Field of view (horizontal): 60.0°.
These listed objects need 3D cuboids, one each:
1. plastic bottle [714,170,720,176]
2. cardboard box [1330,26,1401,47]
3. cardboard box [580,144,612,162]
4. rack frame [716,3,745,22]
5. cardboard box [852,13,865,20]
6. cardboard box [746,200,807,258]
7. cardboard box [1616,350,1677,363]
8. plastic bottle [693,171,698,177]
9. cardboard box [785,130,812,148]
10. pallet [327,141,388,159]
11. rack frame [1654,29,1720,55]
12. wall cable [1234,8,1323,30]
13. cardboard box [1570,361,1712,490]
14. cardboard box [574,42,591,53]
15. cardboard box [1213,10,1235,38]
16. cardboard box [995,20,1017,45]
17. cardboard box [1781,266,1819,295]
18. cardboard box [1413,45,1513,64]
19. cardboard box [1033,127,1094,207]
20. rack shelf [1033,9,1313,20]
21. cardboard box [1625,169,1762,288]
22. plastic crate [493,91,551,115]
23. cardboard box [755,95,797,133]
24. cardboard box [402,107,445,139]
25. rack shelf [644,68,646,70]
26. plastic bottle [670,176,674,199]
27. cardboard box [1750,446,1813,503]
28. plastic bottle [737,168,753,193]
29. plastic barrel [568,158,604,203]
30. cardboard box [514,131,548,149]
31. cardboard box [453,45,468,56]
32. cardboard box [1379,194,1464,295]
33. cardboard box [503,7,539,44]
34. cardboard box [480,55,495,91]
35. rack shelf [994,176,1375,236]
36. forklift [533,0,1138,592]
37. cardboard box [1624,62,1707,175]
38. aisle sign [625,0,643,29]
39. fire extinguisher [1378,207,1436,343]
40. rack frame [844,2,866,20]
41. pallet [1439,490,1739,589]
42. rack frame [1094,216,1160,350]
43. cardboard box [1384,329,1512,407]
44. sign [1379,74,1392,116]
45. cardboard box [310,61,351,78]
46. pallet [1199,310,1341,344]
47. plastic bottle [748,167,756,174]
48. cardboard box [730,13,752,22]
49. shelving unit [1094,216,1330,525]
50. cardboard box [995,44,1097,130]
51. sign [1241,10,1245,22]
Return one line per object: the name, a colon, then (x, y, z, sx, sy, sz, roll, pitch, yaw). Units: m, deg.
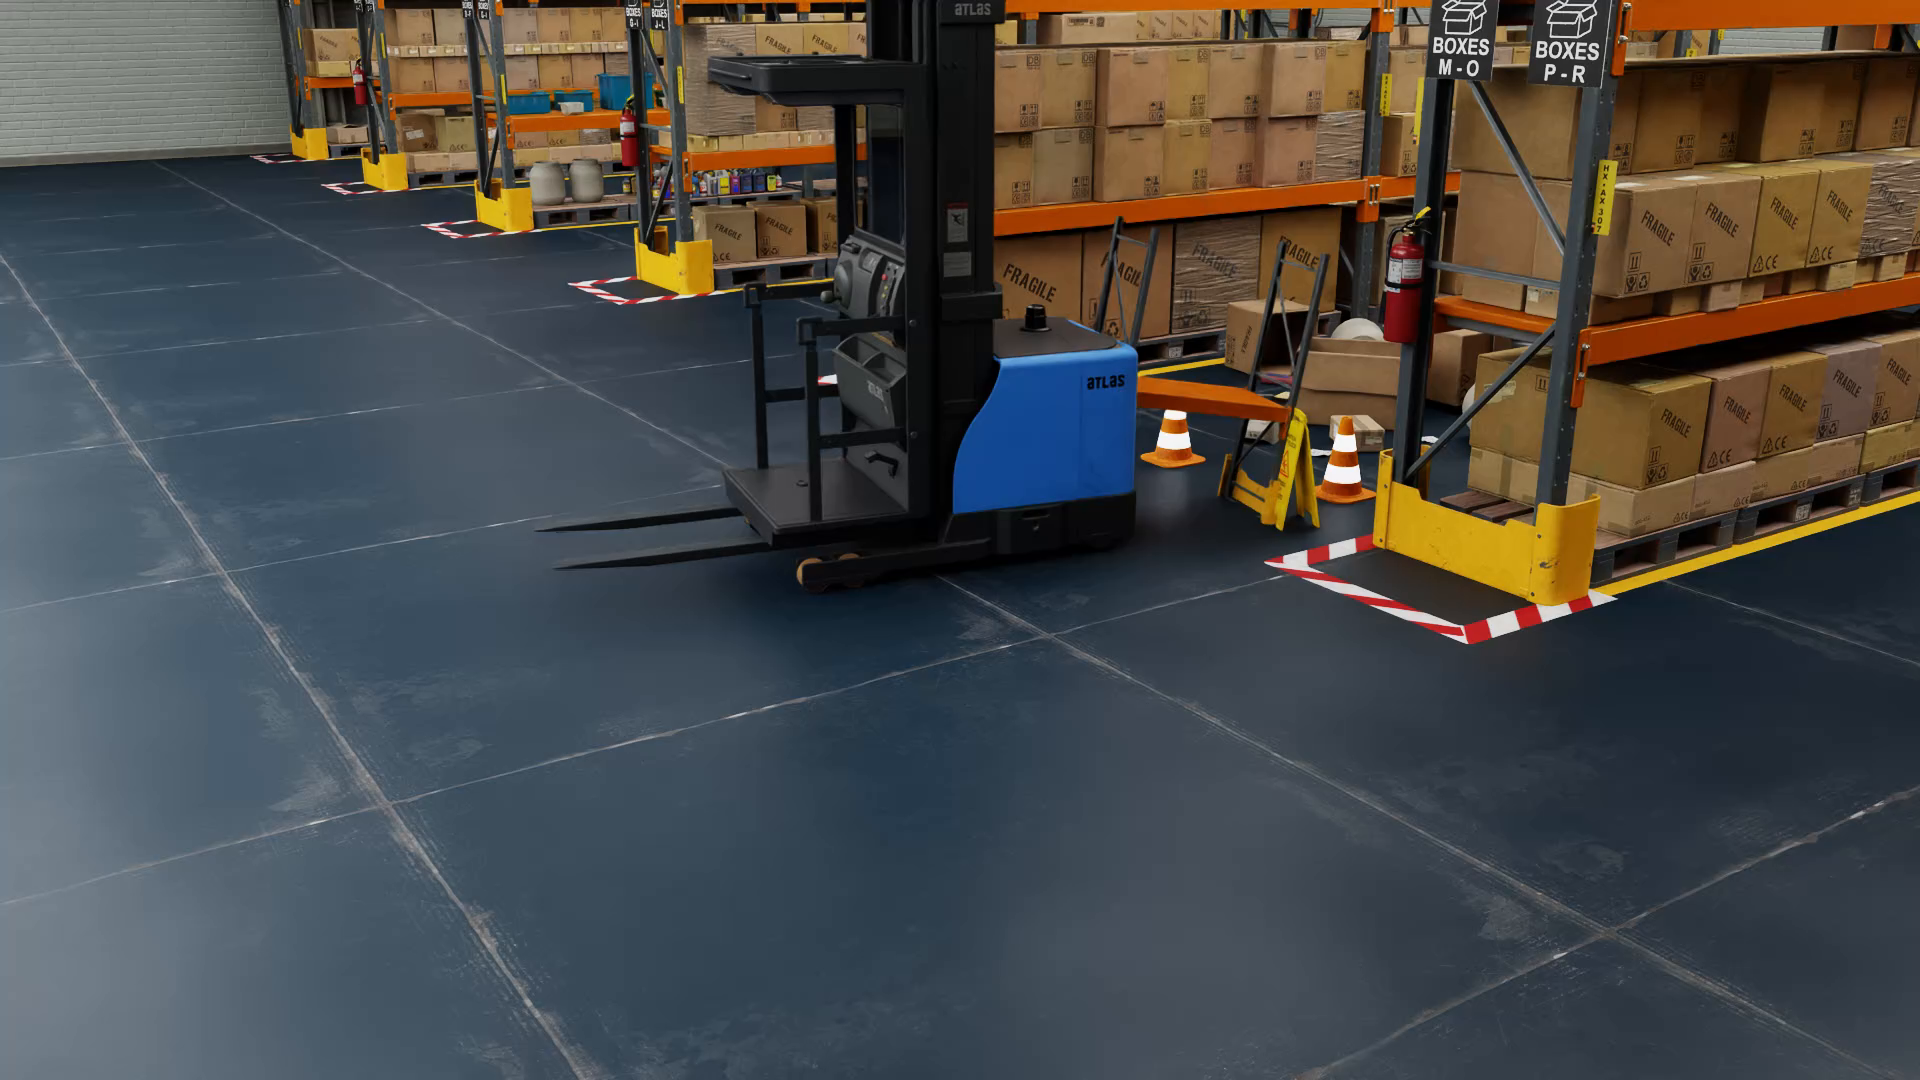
plastic bottle: (-3.209, -4.775, 21.956, 0.097, 0.271, 0.097, 0, 19, 0)
cardboard box: (4.978, -6.089, 20.547, 0.637, 0.503, 0.797, -11, 22, -30)
cardboard box: (-5.664, -5.944, 25.479, 0.500, 0.250, 0.500, -12, 22, -31)
rack frame: (-4.360, -9.302, 31.775, 0.127, 3.000, 1.000, -12, 22, -31)
cardboard box: (-2.127, -10.232, 32.702, 0.500, 0.250, 0.500, -11, 22, -30)
cardboard box: (-1.858, -3.153, 16.834, 0.500, 0.500, 0.500, -6, 20, -17)
cardboard box: (3.541, -0.823, 9.161, 0.500, 0.500, 0.500, -11, 22, -29)
plastic bottle: (-3.473, -4.787, 21.974, 0.133, 0.283, 0.061, -11, 21, -29)
cardboard box: (-1.653, -3.956, 16.355, 0.250, 0.149, 0.380, -12, 22, -31)
pallet: (-10.280, -6.719, 28.488, 1.213, 0.211, 1.003, -12, 22, -31)
rack frame: (10.494, -6.737, 24.186, 0.127, 3.000, 1.000, -12, 22, -31)
wall cable: (7.241, -12.983, 38.144, 0.112, 2.526, 3.097, -12, 22, -31)
cardboard box: (3.427, -0.592, 8.477, 0.500, 0.500, 0.500, -13, 22, -33)
cardboard box: (-5.726, -7.386, 24.939, 0.250, 0.149, 0.380, -12, 22, -32)
cardboard box: (4.828, -9.756, 31.400, 0.500, 0.500, 0.500, -12, 22, -32)
cardboard box: (0.247, -5.132, 17.258, 0.500, 0.500, 0.500, -12, 22, -31)
cardboard box: (4.307, -1.415, 8.836, 0.250, 0.149, 0.380, -13, 22, -33)
cardboard box: (4.377, -4.069, 14.577, 0.500, 0.500, 0.700, -12, 22, -31)
cardboard box: (0.507, -2.825, 12.382, 0.550, 0.550, 0.875, -12, 22, -31)
rack shelf: (2.142, -6.055, 18.611, 4.000, 0.370, 1.077, -12, 22, -31)
cardboard box: (3.560, -1.557, 8.245, 0.500, 0.500, 0.500, -11, 22, -30)
plastic crate: (-5.340, -5.341, 20.290, 0.616, 0.251, 0.499, -12, 22, -31)
cardboard box: (-2.043, -4.316, 16.406, 0.500, 0.500, 0.875, -12, 22, -31)
cardboard box: (-9.298, -7.231, 28.866, 0.500, 0.500, 0.700, -14, 23, -35)
rack shelf: (-6.031, -8.609, 30.848, 4.000, 0.370, 1.077, -12, 22, -31)
plastic bottle: (-3.621, -4.456, 21.012, 0.097, 0.271, 0.097, 0, 19, 0)
cardboard box: (4.286, -0.420, 9.138, 0.500, 0.250, 0.500, -10, 21, -28)
plastic bottle: (-2.792, -4.677, 21.543, 0.185, 0.351, 0.144, -13, 23, -34)
plastic barrel: (-4.667, -4.488, 20.764, 0.421, 0.512, 0.421, 0, 19, 0)
cardboard box: (-6.490, -6.119, 24.825, 0.500, 0.500, 0.500, -12, 22, -31)
cardboard box: (-7.228, -7.070, 24.002, 0.250, 0.149, 0.380, -12, 22, -32)
cardboard box: (4.392, -2.714, 15.144, 0.750, 0.750, 1.050, -12, 22, -31)
cardboard box: (-6.598, -7.590, 24.529, 0.500, 0.500, 0.700, -12, 22, -31)
cardboard box: (-7.063, -6.875, 24.438, 0.500, 0.500, 0.700, -12, 22, -31)
rack shelf: (1.445, -2.585, 13.030, 4.000, 0.370, 1.077, -12, 22, -31)
forklift: (-0.639, -1.323, 8.279, 3.031, 2.935, 1.130, -7, 20, -20)
cardboard box: (3.315, -2.165, 8.482, 0.500, 0.500, 0.700, -12, 22, -31)
aisle sign: (-3.086, -5.219, 15.639, 0.004, 0.787, 0.394, -12, 22, -31)
fire extinguisher: (2.232, -1.334, 8.327, 0.183, 0.674, 0.296, -12, 22, -31)
rack frame: (-1.633, -7.978, 27.858, 0.127, 3.000, 1.000, -12, 22, -31)
pallet: (3.343, -0.094, 8.891, 1.213, 0.211, 1.003, -12, 22, -31)
rack frame: (0.805, -0.954, 8.909, 0.032, 1.500, 0.500, 4, 16, -21)
cardboard box: (3.432, -1.303, 11.799, 0.503, 0.637, 0.797, -12, 22, -31)
sign: (3.422, -3.578, 13.367, 0.005, 0.325, 0.100, -12, 22, -31)
cardboard box: (-10.459, -7.833, 27.631, 0.500, 0.250, 0.500, -13, 22, -33)
pallet: (2.437, -1.844, 14.069, 1.213, 0.211, 1.003, -12, 22, -31)
plastic bottle: (-2.711, -4.749, 21.757, 0.185, 0.351, 0.144, -12, 22, -31)
cardboard box: (-4.124, -10.004, 32.029, 0.500, 0.250, 0.500, -11, 22, -30)
shelving unit: (1.288, -0.919, 9.092, 1.083, 1.500, 0.587, 4, 16, -21)
cardboard box: (0.514, -3.333, 12.198, 0.550, 0.550, 0.875, -12, 22, -31)
sign: (5.337, -9.933, 31.340, 0.005, 0.325, 0.100, -12, 22, -31)
